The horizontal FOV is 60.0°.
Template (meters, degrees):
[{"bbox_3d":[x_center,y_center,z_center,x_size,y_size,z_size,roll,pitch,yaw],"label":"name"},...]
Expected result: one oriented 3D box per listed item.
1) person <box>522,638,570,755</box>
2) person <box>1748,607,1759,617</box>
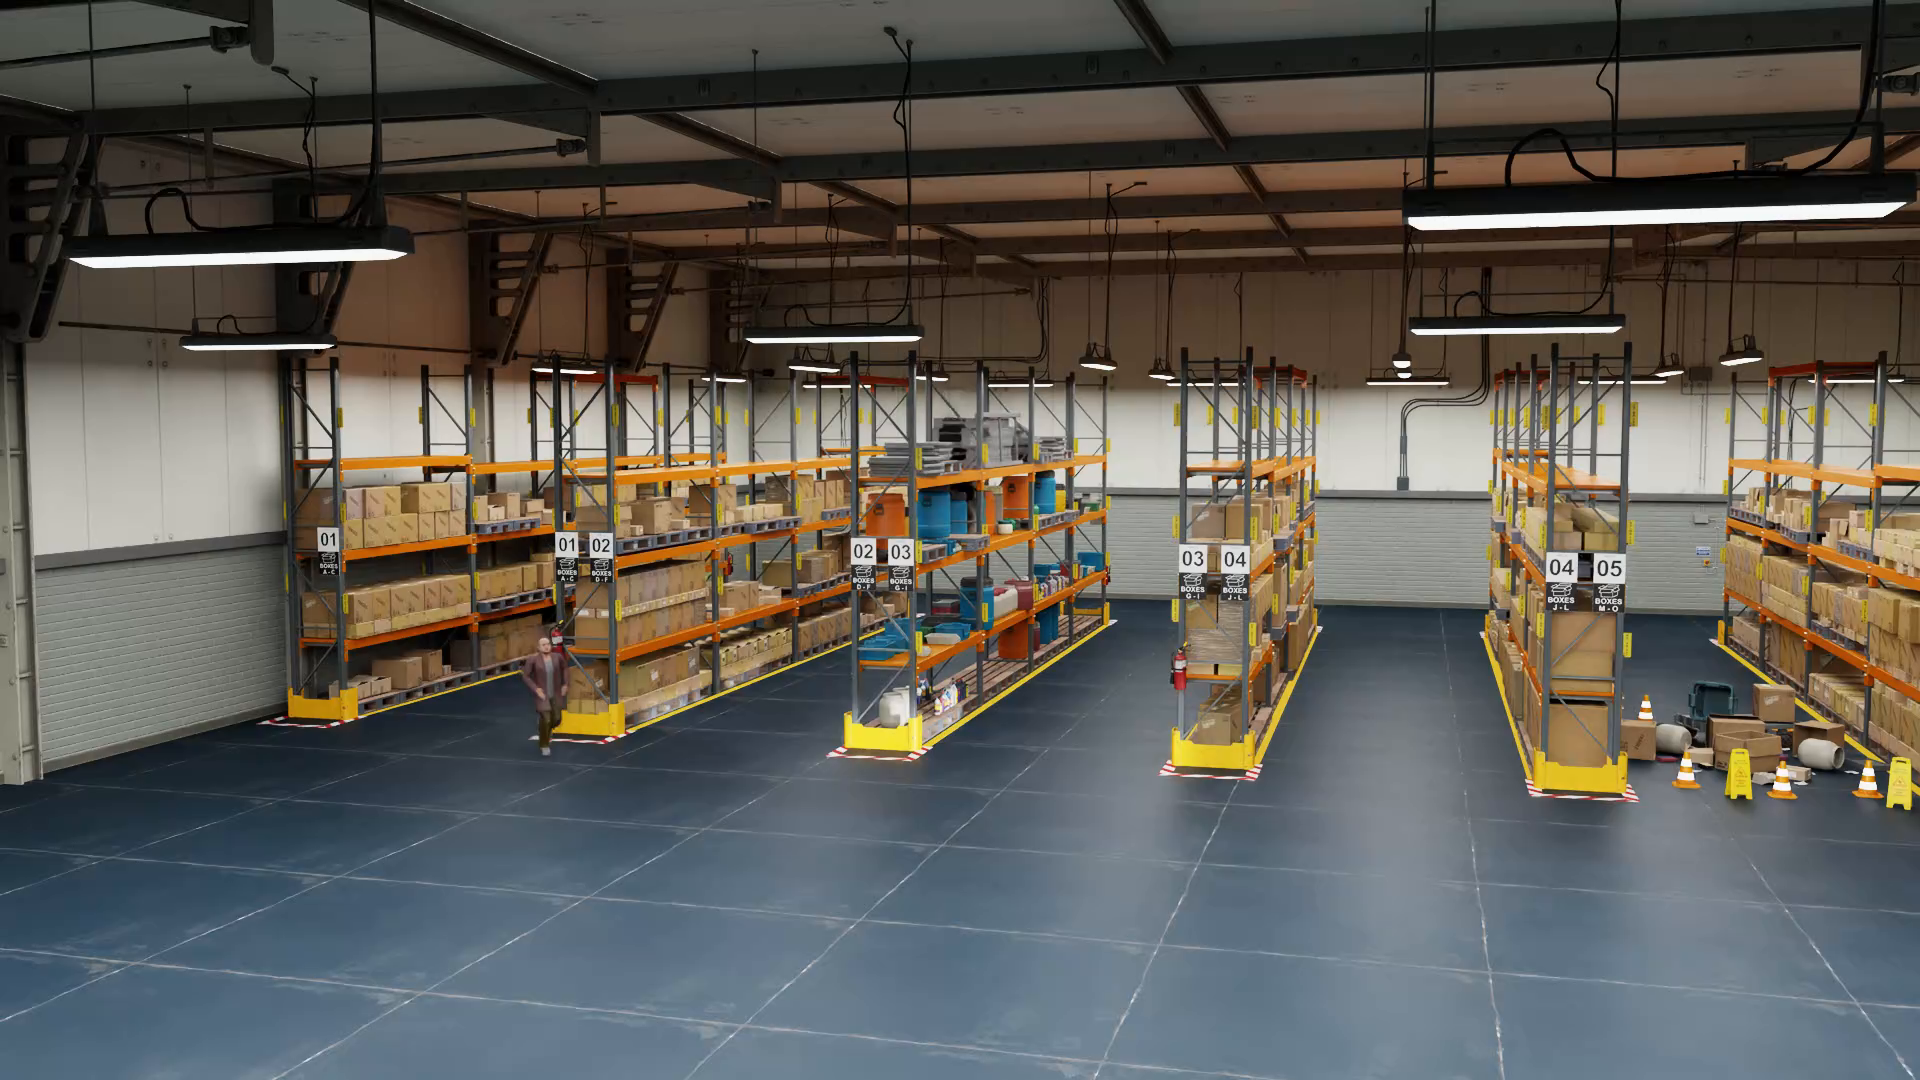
[{"bbox_3d":[-6.182,2.323,24.849,0.738,1.753,0.706,-3,5,-34],"label":"person"},{"bbox_3d":[18.092,1.402,37.736,0.605,1.684,0.817,-3,5,-37],"label":"person"}]
